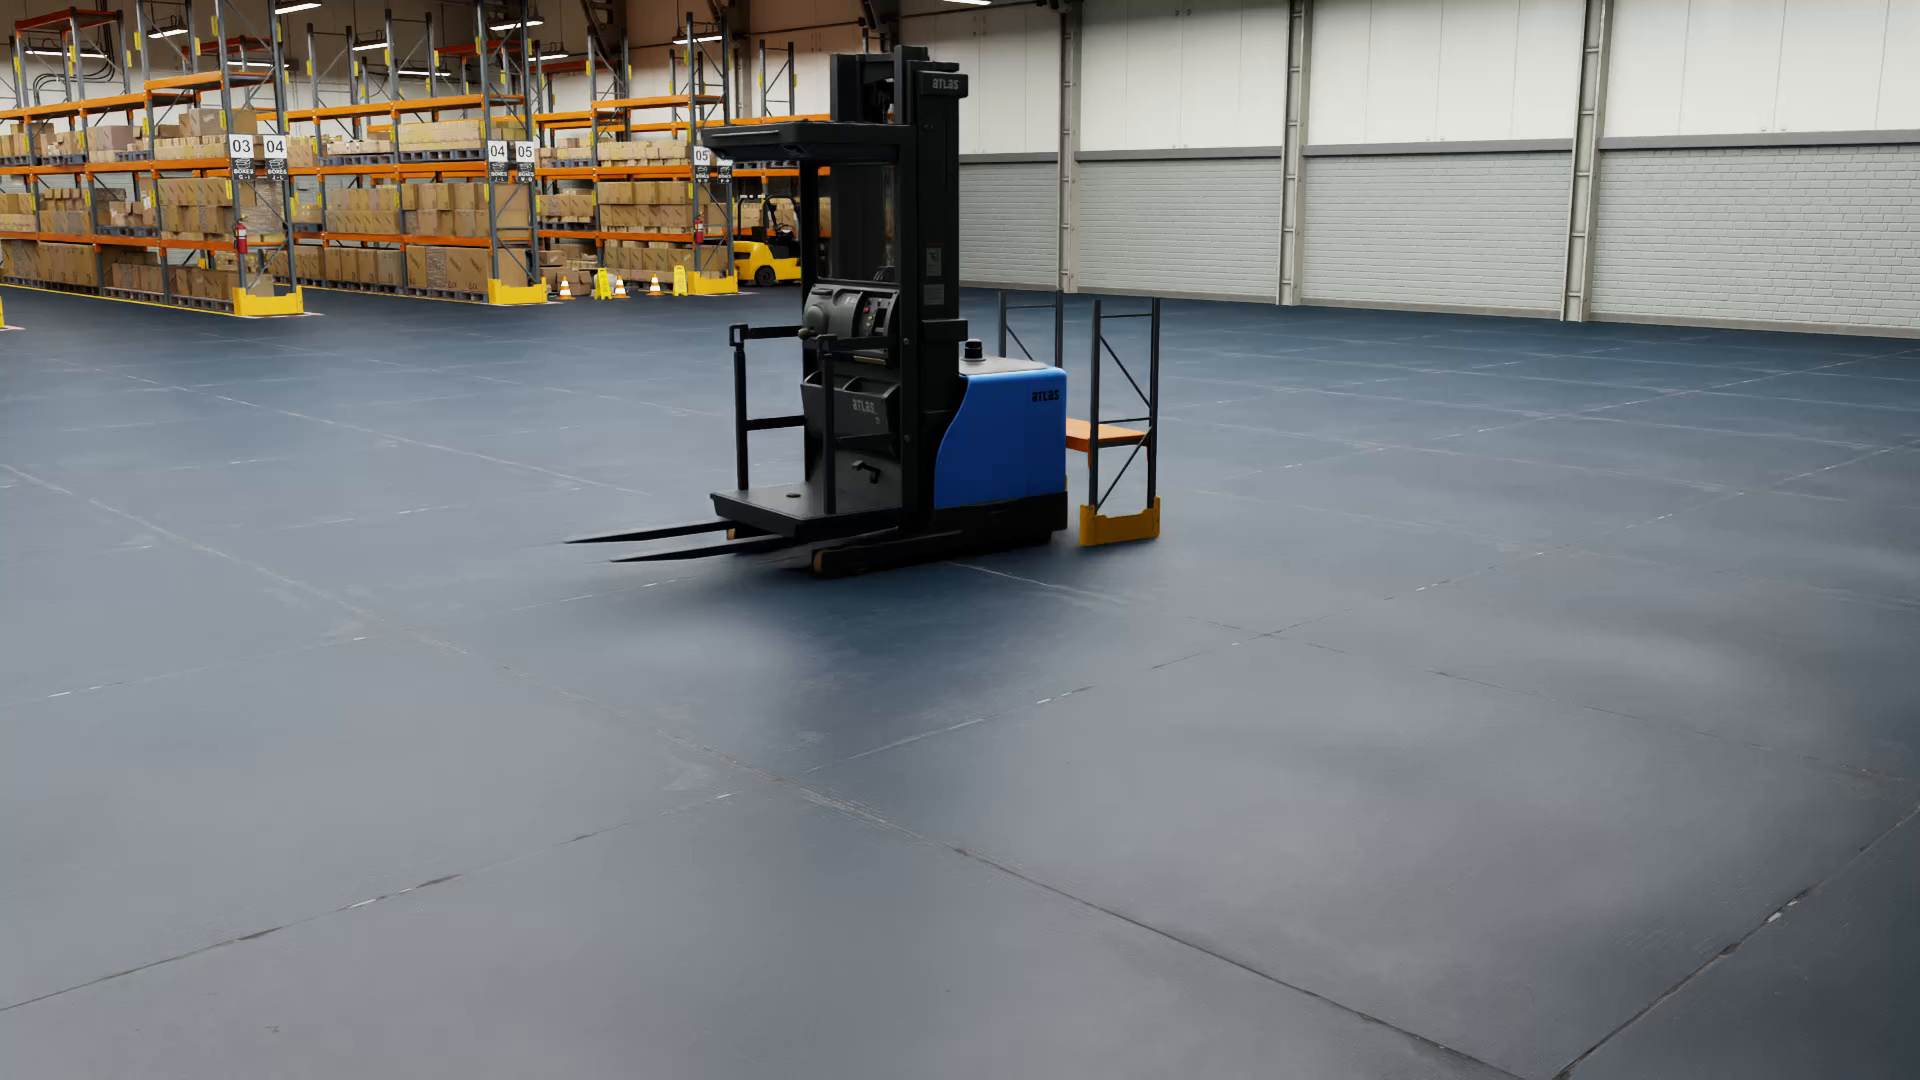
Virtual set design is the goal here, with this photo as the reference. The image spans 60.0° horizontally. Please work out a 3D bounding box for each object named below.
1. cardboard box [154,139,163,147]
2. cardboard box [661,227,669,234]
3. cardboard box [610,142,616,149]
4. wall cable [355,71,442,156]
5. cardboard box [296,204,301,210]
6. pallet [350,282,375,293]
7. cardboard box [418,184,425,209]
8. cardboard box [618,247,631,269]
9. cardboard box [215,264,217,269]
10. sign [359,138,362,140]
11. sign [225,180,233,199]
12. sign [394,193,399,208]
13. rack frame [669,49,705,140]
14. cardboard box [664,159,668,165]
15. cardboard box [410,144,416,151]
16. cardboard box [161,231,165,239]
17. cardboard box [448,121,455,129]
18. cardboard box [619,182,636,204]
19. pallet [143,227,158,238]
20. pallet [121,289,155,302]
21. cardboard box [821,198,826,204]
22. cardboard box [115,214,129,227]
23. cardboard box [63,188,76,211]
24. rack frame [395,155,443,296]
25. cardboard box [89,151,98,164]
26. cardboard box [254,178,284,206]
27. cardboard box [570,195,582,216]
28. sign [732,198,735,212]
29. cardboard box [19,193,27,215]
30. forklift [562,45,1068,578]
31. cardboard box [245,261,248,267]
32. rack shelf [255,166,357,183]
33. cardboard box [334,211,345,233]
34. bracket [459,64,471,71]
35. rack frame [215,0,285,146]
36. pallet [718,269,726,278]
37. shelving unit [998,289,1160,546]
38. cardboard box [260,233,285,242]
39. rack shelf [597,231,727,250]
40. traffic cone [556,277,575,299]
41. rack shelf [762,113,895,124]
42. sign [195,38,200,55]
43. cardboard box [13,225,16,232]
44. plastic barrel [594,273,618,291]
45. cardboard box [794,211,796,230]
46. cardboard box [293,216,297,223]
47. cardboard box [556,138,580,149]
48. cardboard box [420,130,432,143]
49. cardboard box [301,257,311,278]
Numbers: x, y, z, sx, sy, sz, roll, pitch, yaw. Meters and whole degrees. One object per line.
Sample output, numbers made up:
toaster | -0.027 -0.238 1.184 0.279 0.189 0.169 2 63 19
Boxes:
cardboard box | -15.412 -7.700 32.301 0.250 0.149 0.380 11 16 44
cardboard box | -6.514 -6.993 37.544 0.380 0.149 0.250 -11 16 -42
cardboard box | -7.889 -9.152 38.611 0.250 0.149 0.380 11 16 43
wall cable | -18.079 -13.566 53.864 2.988 3.039 0.133 -11 16 -43
cardboard box | -15.542 -7.916 39.509 0.380 0.149 0.250 -10 15 -41
pallet | -13.191 -5.790 37.992 1.003 0.211 1.213 -11 16 -43
cardboard box | -11.063 -7.355 35.631 0.875 0.550 0.550 -11 16 -43
cardboard box | -7.656 -6.606 38.957 0.500 0.500 0.500 -10 15 -40
cardboard box | -19.674 -7.288 44.378 0.380 0.149 0.250 -11 16 -43
sign | -14.112 -9.297 39.190 0.100 0.325 0.005 -11 16 -43
sign | -13.067 -6.263 29.724 0.100 0.325 0.005 -11 16 -43
sign | -12.143 -7.327 35.867 0.100 0.325 0.005 -11 16 -43
rack frame | -7.422 -11.794 45.358 1.000 3.000 0.127 -11 16 -43
cardboard box | -6.414 -8.477 37.312 0.380 0.149 0.250 -11 16 -42
cardboard box | -11.400 -8.302 35.173 0.380 0.149 0.250 -11 16 -43
cardboard box | -15.483 -6.003 32.737 0.380 0.149 0.250 -11 16 -43
cardboard box | -10.172 -8.433 33.835 0.380 0.149 0.250 -11 16 -42
cardboard box | -7.435 -8.015 38.420 0.700 0.500 0.500 -11 16 -44
pallet | -15.837 -6.237 33.726 1.003 0.211 1.213 -11 16 -43
pallet | -16.799 -5.125 34.763 1.003 0.211 1.213 -11 16 -43
cardboard box | -3.251 -8.396 41.138 0.380 0.149 0.250 -10 16 -41
cardboard box | -17.185 -6.638 34.530 0.500 0.250 0.500 11 16 44
cardboard box | -19.586 -7.625 37.252 0.797 0.503 0.637 -10 15 -41
rack frame | -11.757 -6.876 36.350 1.000 3.000 0.127 -11 16 -43
cardboard box | -18.036 -8.075 35.108 0.500 0.250 0.500 -11 16 -42
cardboard box | -12.834 -6.418 30.666 0.500 0.500 0.500 -11 16 -43
cardboard box | -9.075 -8.088 40.210 0.500 0.500 0.500 -11 16 -42
sign | -5.092 -7.496 37.216 0.100 0.325 0.005 -11 16 -43
cardboard box | -21.793 -7.910 39.146 0.500 0.500 0.500 -11 16 -42
forklift | -0.813 -1.342 9.663 3.031 2.935 1.130 -9 14 -36
cardboard box | -18.123 -7.074 42.602 0.250 0.149 0.380 11 16 43
rack shelf | -15.900 -8.868 40.370 1.077 0.370 4.000 -11 16 -43
cardboard box | -14.051 -7.331 38.315 0.500 0.500 0.500 -11 16 -43
bracket | -16.336 -15.601 54.914 0.235 0.232 0.430 -11 16 -43
rack frame | -12.652 -8.554 29.628 1.000 3.000 0.127 -11 16 -43
pallet | -6.043 -7.187 44.771 1.003 0.211 1.213 -11 16 -43
shelving unit | 0.735 -0.821 10.680 0.587 1.500 1.083 -7 14 -32
cardboard box | -12.676 -5.567 30.622 0.380 0.149 0.250 -11 16 -43
rack shelf | -6.865 -6.936 38.426 1.077 0.370 4.000 -11 16 -43
traffic cone | -8.334 -5.325 35.109 0.336 0.463 0.334 -11 16 -43
rack shelf | -3.278 -10.370 41.221 1.077 0.370 4.000 -11 16 -43
sign | -15.009 -9.707 32.713 0.100 0.325 0.005 -11 16 -43
cardboard box | -22.449 -7.467 39.845 0.380 0.149 0.250 -11 16 -42
plastic barrel | -8.006 -5.825 37.636 0.512 0.421 0.421 -1 12 -4
cardboard box | -3.819 -8.073 41.913 0.500 0.500 0.500 -11 16 -43
cardboard box | -15.710 -7.661 39.743 0.380 0.149 0.250 -11 16 -43
cardboard box | -9.460 -9.639 40.422 0.500 0.250 0.500 -11 16 -42
cardboard box | -10.923 -8.414 34.731 0.500 0.250 0.500 -11 16 -43
cardboard box | -15.519 -6.577 40.053 0.500 0.500 0.500 -10 15 -40
